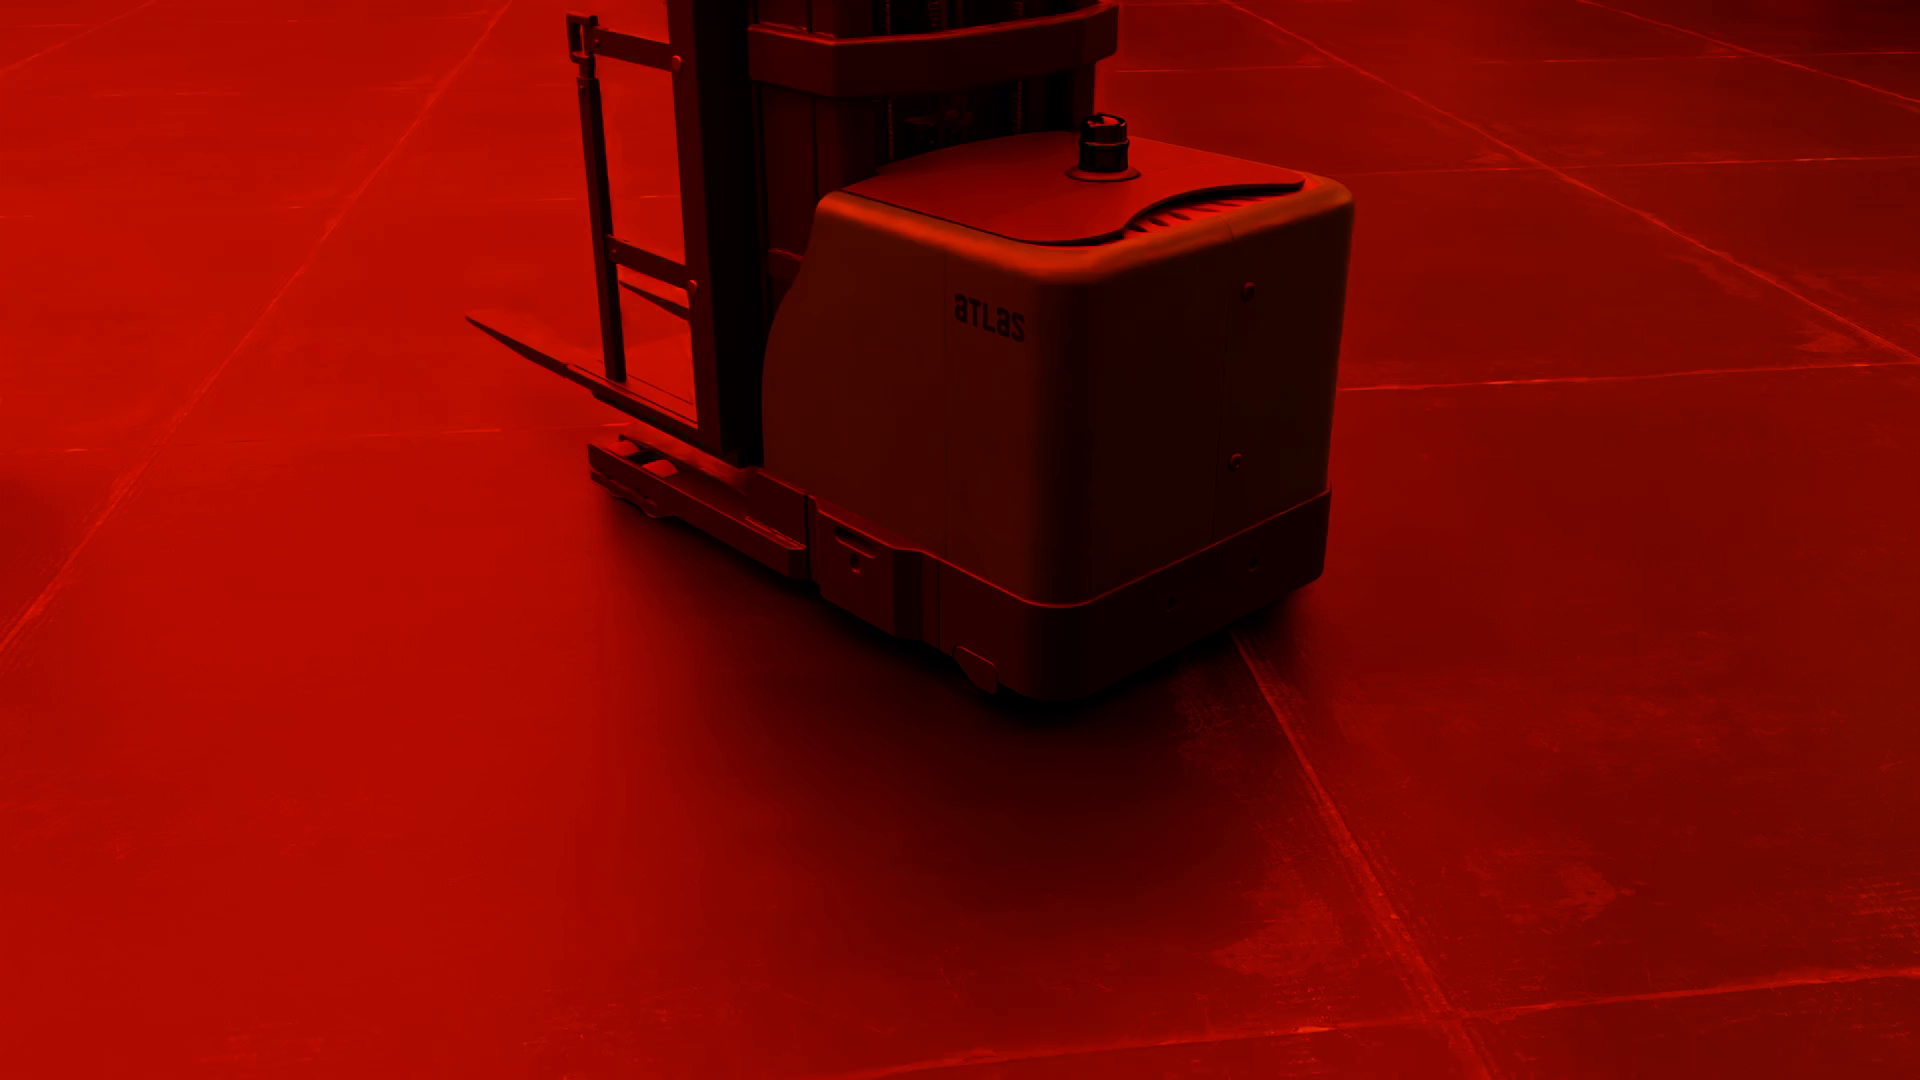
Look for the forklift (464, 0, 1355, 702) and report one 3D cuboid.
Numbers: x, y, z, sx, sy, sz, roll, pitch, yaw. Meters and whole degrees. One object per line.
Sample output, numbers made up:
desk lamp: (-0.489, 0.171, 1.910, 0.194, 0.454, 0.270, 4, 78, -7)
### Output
forklift: (-0.432, -1.513, 4.369, 1.130, 2.935, 3.031, -22, 33, -38)
